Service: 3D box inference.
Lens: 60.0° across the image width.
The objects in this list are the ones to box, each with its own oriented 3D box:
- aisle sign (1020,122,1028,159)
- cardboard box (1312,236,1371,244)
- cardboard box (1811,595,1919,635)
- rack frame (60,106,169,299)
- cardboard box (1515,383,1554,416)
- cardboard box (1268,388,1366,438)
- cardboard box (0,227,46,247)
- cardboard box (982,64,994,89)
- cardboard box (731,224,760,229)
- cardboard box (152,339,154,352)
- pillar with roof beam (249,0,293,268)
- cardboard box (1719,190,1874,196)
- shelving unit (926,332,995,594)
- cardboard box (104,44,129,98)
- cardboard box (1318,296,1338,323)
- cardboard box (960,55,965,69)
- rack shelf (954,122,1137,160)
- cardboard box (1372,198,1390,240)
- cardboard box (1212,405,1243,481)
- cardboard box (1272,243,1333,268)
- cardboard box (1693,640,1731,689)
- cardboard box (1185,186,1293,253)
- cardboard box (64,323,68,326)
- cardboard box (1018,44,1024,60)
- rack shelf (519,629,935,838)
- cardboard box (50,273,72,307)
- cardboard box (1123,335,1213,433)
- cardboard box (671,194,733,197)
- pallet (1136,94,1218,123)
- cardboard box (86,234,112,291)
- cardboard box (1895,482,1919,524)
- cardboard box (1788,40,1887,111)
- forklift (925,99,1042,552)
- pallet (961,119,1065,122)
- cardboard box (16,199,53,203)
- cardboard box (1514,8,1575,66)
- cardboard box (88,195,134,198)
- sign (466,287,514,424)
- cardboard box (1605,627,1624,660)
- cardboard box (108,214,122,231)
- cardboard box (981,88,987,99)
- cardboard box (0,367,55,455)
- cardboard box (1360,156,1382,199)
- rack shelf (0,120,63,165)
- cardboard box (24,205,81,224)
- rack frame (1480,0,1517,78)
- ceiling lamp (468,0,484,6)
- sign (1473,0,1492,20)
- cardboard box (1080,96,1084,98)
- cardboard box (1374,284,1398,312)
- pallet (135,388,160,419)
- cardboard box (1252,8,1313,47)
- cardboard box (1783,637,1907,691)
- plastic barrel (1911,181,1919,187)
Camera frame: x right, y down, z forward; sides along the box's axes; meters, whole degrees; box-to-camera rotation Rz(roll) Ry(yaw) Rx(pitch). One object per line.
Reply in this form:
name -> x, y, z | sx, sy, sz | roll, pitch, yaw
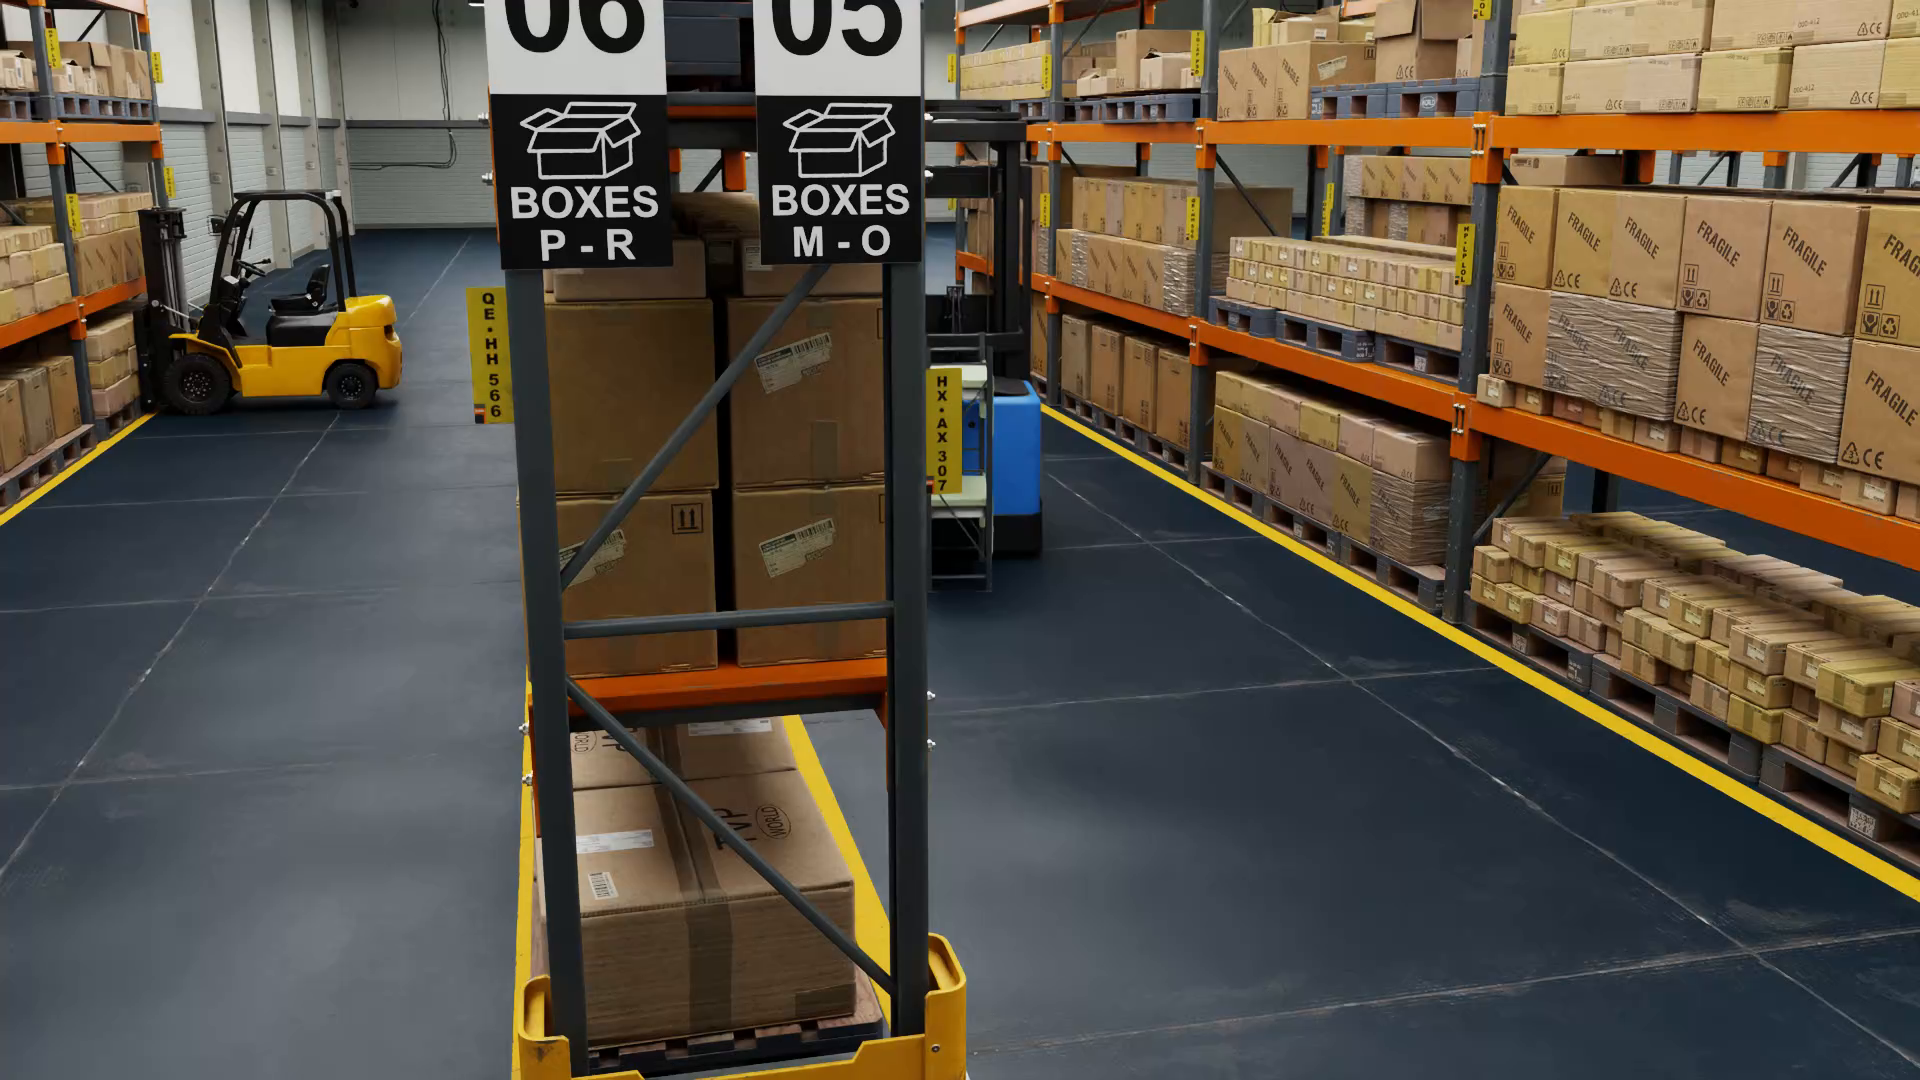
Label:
aisle sign -> 0.720, -5.075, 20.403 | 0.394, 0.787, 0.004 | -3, 14, -13
cardboard box -> 2.885, -2.217, 12.573 | 0.380, 0.149, 0.250 | -4, 14, -15
cardboard box -> 4.082, 0.361, 7.496 | 0.380, 0.149, 0.250 | -3, 14, -12
rack frame -> -9.166, -3.203, 18.215 | 1.000, 3.000, 0.127 | -3, 14, -13
cardboard box -> 3.145, -0.750, 8.706 | 0.380, 0.149, 0.250 | -3, 14, -12
cardboard box -> 2.474, -0.883, 11.524 | 0.500, 0.250, 0.500 | -3, 14, -13
cardboard box -> -7.853, -2.519, 13.838 | 0.380, 0.149, 0.250 | -3, 14, -14
cardboard box -> 0.549, -5.202, 18.671 | 0.500, 0.250, 0.500 | -3, 14, -14
cardboard box -> -0.479, -0.859, 4.937 | 0.380, 0.149, 0.250 | -3, 14, -11
cardboard box -> -8.499, -1.985, 17.085 | 0.500, 0.250, 0.500 | -4, 14, -14
pillar with roof beam -> -9.922, -10.298, 34.619 | 9.100, 9.000, 0.400 | -3, 14, -13
cardboard box -> 3.870, -1.359, 7.723 | 0.500, 0.500, 0.500 | -3, 14, -12
shelving unit -> -0.024, -0.492, 10.279 | 0.431, 1.500, 0.755 | -1, 14, -3
cardboard box -> -8.682, -4.630, 16.433 | 0.700, 0.500, 0.500 | -3, 14, -13
cardboard box -> 2.606, -1.535, 11.036 | 0.380, 0.149, 0.250 | -4, 14, -15
cardboard box -> 0.214, -5.660, 19.706 | 0.380, 0.149, 0.250 | -3, 14, -13
rack shelf -> 0.915, -4.426, 18.417 | 1.077, 0.370, 4.000 | -3, 14, -13
cardboard box -> 5.627, -3.988, 20.595 | 0.875, 0.500, 0.500 | -3, 14, -13
cardboard box -> 2.242, -0.746, 12.543 | 0.500, 0.500, 0.500 | -4, 14, -16
cardboard box -> 2.425, -2.008, 11.715 | 0.380, 0.149, 0.250 | -4, 14, -16
cardboard box -> 3.502, 0.544, 7.377 | 0.380, 0.149, 0.250 | -3, 14, -10
cardboard box -> 2.228, -2.572, 13.318 | 0.700, 0.500, 0.500 | -3, 14, -13
cardboard box -> -8.770, -1.970, 15.972 | 0.500, 0.250, 0.500 | -3, 14, -13
cardboard box -> 0.813, -5.072, 17.301 | 0.380, 0.149, 0.250 | -3, 14, -12
rack shelf -> -1.054, 0.099, 6.217 | 1.077, 0.370, 4.000 | -3, 14, -13
cardboard box -> -7.854, -2.105, 14.040 | 0.500, 0.250, 0.500 | -3, 14, -12
cardboard box -> 2.060, -1.392, 14.659 | 1.050, 0.750, 0.750 | -3, 14, -12
cardboard box -> -1.186, -1.441, 7.321 | 0.380, 0.149, 0.250 | -3, 14, -12
pallet -> 2.121, -3.445, 13.284 | 1.213, 0.211, 1.003 | -3, 14, -11
cardboard box -> -8.216, -2.565, 15.393 | 0.500, 0.500, 0.500 | -3, 14, -12
cardboard box -> 3.756, -0.142, 6.218 | 0.380, 0.149, 0.250 | -3, 14, -14
cardboard box -> 3.609, -1.795, 6.450 | 0.500, 0.250, 0.500 | -3, 14, -11
forklift -> -0.056, -1.639, 11.958 | 1.130, 2.935, 3.031 | -1, 14, -3
pallet -> 0.630, -5.023, 19.532 | 1.003, 0.211, 1.213 | -3, 14, -13
cardboard box -> -8.894, -3.202, 16.009 | 0.380, 0.149, 0.250 | -3, 14, -12
cardboard box -> 3.143, -2.514, 8.338 | 0.500, 0.250, 0.500 | -3, 14, -11
cardboard box -> -8.715, -3.464, 17.082 | 0.380, 0.149, 0.250 | -3, 14, -13
sign -> -1.115, -0.440, 3.967 | 0.100, 0.325, 0.005 | -3, 14, -13
cardboard box -> 3.414, 0.504, 8.168 | 0.380, 0.149, 0.250 | -4, 14, -16
cardboard box -> -8.390, -3.089, 16.175 | 0.380, 0.149, 0.250 | -4, 14, -14
cardboard box -> 0.452, -5.037, 18.838 | 0.380, 0.149, 0.250 | -3, 14, -13
cardboard box -> -7.919, -1.031, 13.446 | 0.875, 0.625, 0.625 | -3, 14, -14
cardboard box -> 5.265, -4.453, 20.391 | 0.500, 0.500, 0.500 | -3, 14, -13
rack shelf -> -7.757, -2.926, 12.279 | 1.077, 0.370, 4.000 | -3, 14, -13
cardboard box -> -8.013, -2.878, 14.683 | 0.380, 0.149, 0.250 | -3, 14, -12
rack frame -> 3.264, -3.925, 8.533 | 1.000, 3.000, 0.127 | -3, 14, -13
ceiling lamp -> -11.401, -15.036, 41.710 | 2.000, 3.185, 0.800 | -3, 14, -13
sign -> 2.725, -2.879, 8.651 | 0.100, 0.325, 0.005 | -3, 14, -13
cardboard box -> 1.451, -4.722, 17.549 | 0.380, 0.149, 0.250 | -4, 14, -14
cardboard box -> 2.791, -1.499, 10.261 | 0.380, 0.149, 0.250 | -4, 14, -15
pallet -> -8.663, -1.393, 16.684 | 1.003, 0.211, 1.213 | -3, 14, -13
cardboard box -> 2.272, -3.584, 11.632 | 0.396, 0.266, 0.258 | -3, 14, -13
cardboard box -> 3.646, 0.519, 6.853 | 0.380, 0.149, 0.250 | -4, 14, -15
plastic barrel -> 10.840, -3.523, 18.472 | 0.600, 0.901, 0.708 | -3, 14, -13
